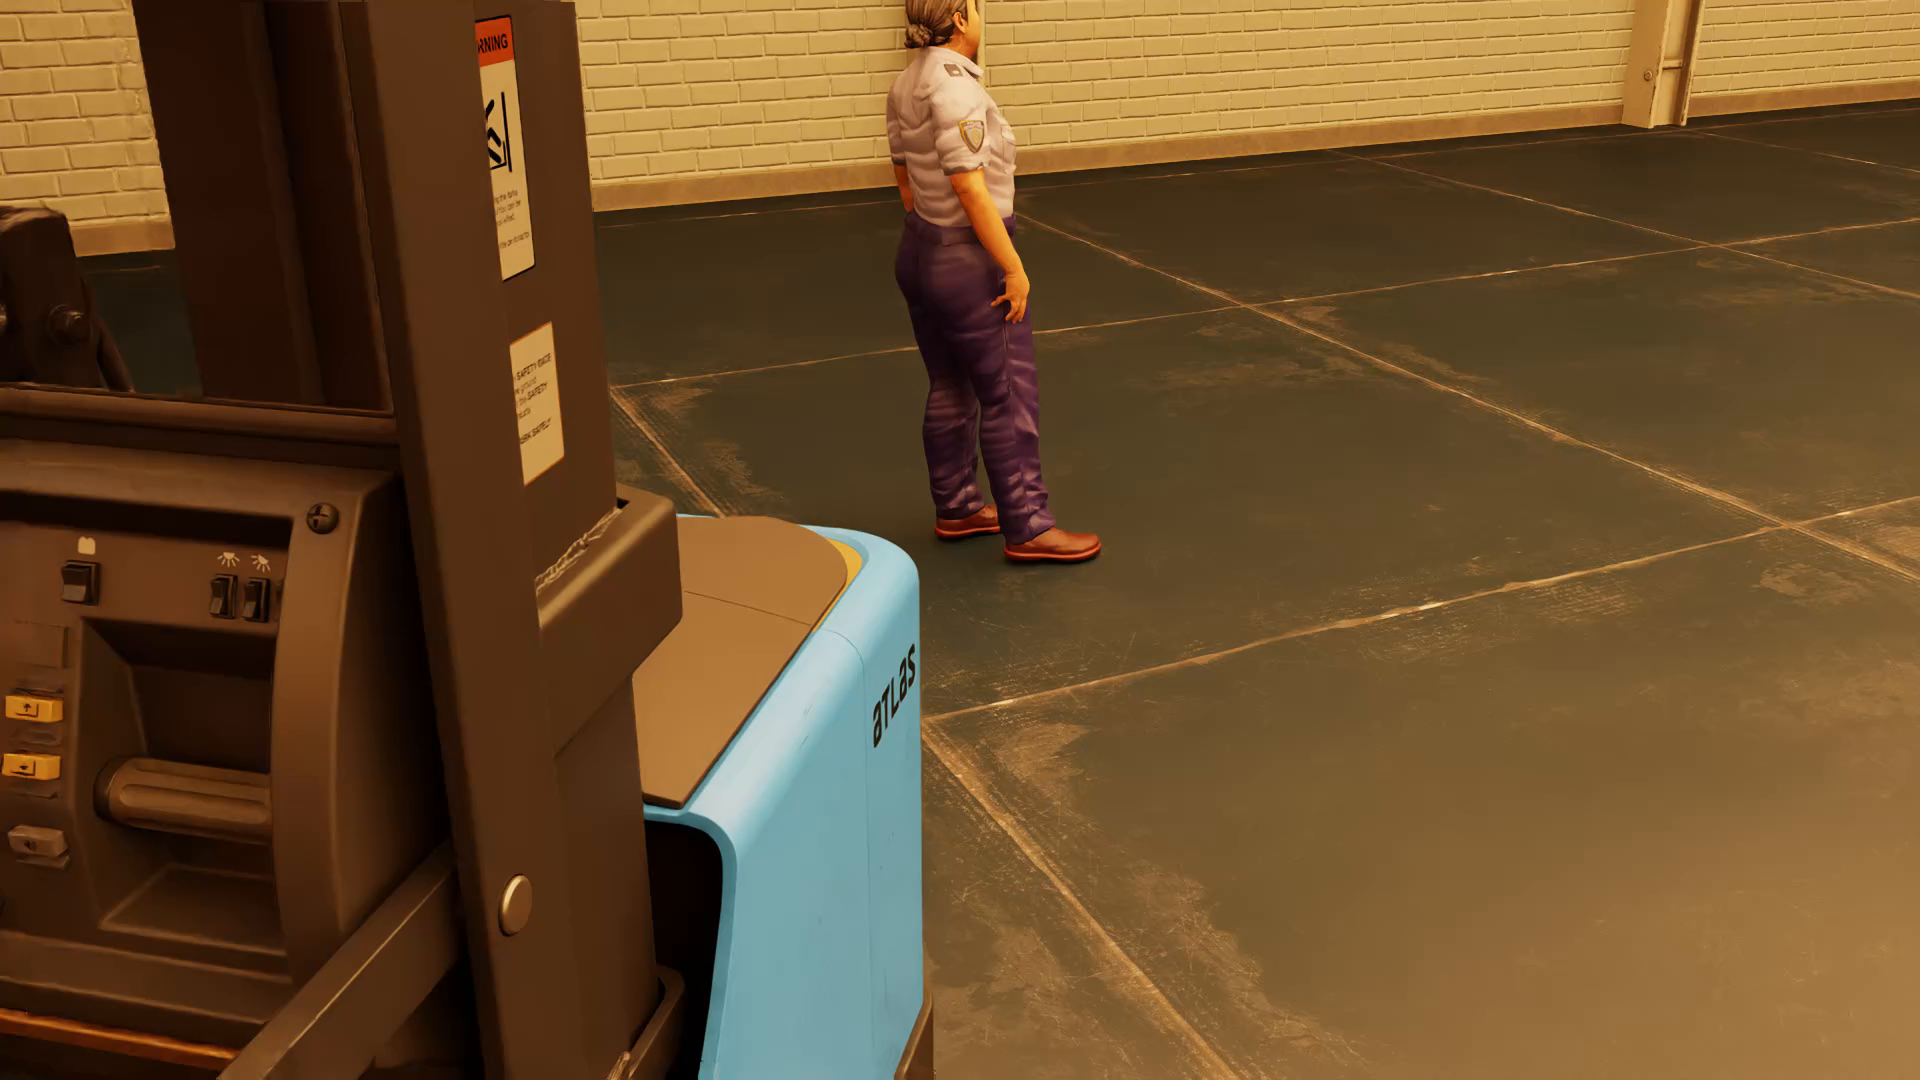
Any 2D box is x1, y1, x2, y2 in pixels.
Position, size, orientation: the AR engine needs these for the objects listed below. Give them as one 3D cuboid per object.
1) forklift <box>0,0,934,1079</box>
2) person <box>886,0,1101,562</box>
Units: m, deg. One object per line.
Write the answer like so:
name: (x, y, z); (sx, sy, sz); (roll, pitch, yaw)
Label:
forklift: (-0.880, 0.134, 0.964); (1.130, 2.935, 3.031); (5, 23, 12)
person: (0.090, -0.775, 4.804); (0.503, 1.650, 0.599); (-10, 25, -23)
